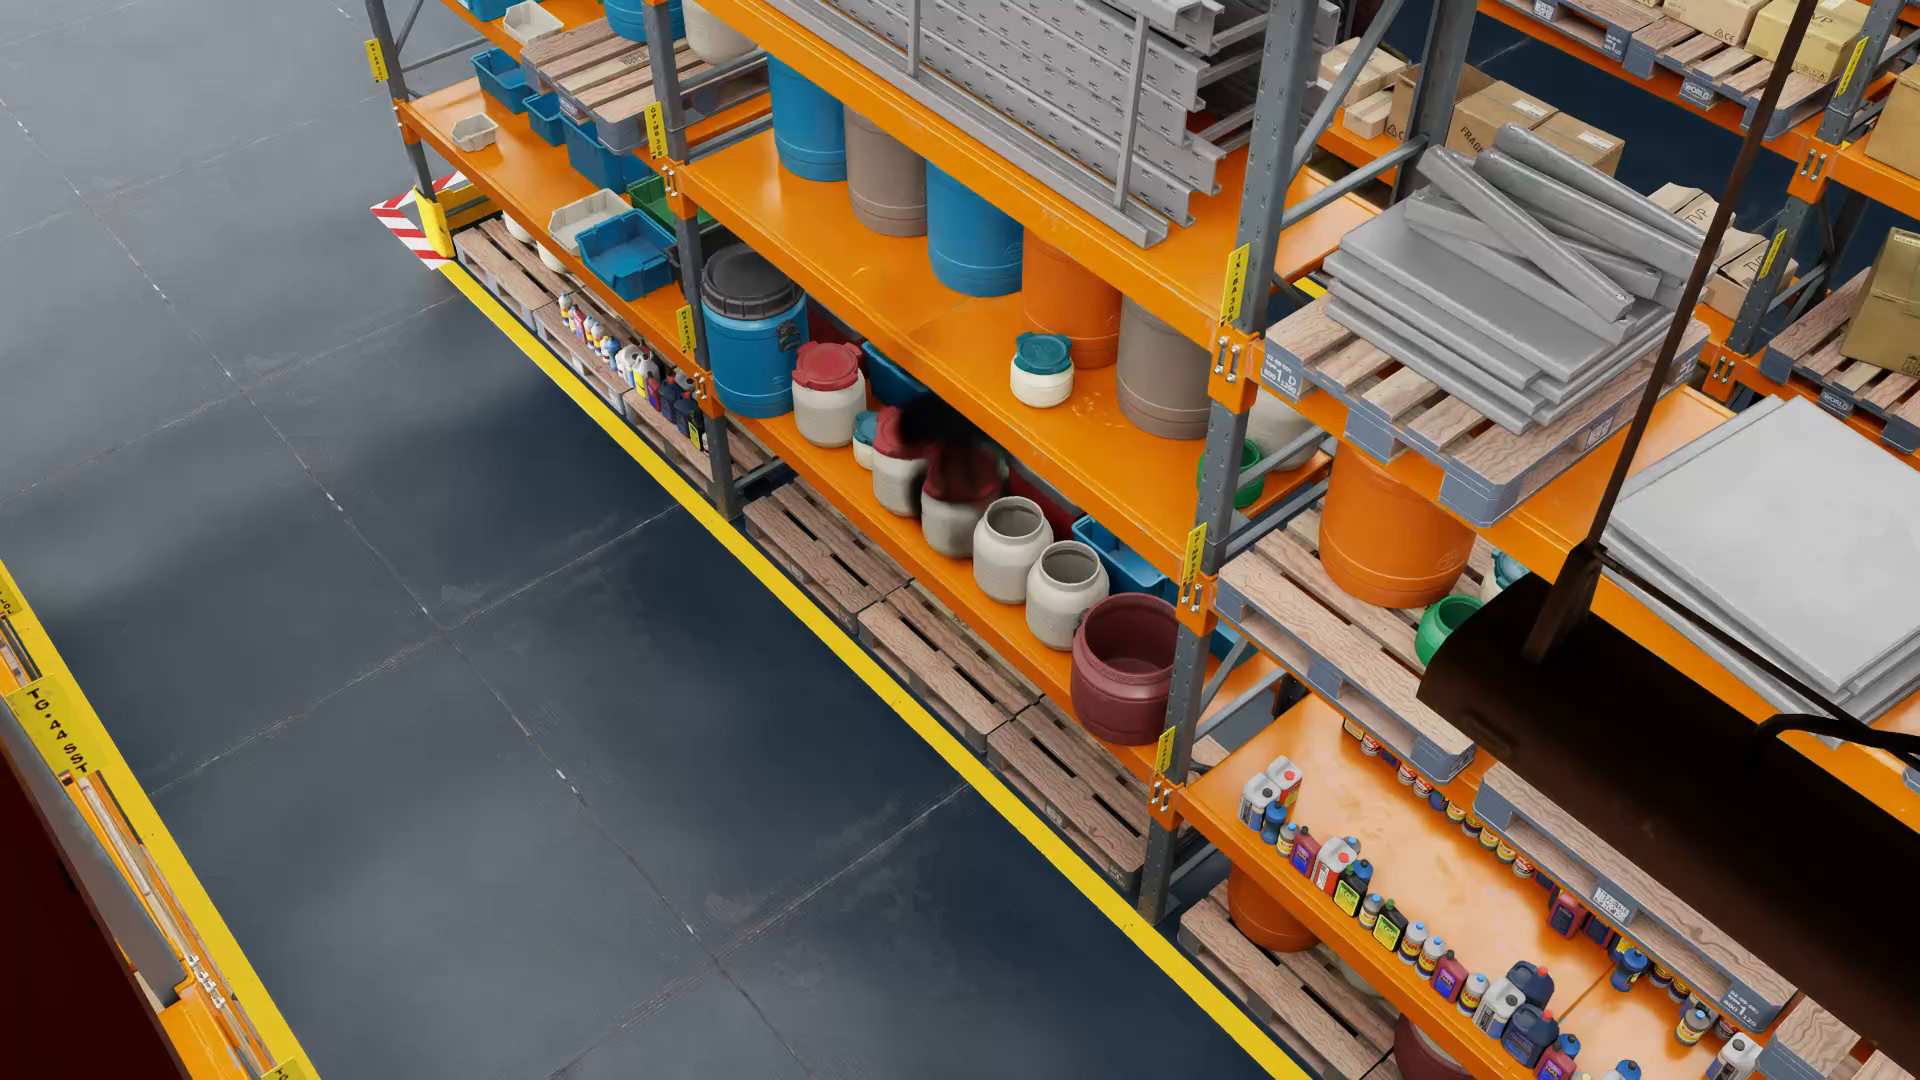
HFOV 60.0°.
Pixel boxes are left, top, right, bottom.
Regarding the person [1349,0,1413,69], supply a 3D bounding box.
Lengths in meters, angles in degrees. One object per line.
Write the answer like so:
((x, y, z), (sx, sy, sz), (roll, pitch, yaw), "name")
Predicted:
((3.487, -4.465, 14.153), (0.945, 1.554, 0.709), (29, 53, 25), "person")
